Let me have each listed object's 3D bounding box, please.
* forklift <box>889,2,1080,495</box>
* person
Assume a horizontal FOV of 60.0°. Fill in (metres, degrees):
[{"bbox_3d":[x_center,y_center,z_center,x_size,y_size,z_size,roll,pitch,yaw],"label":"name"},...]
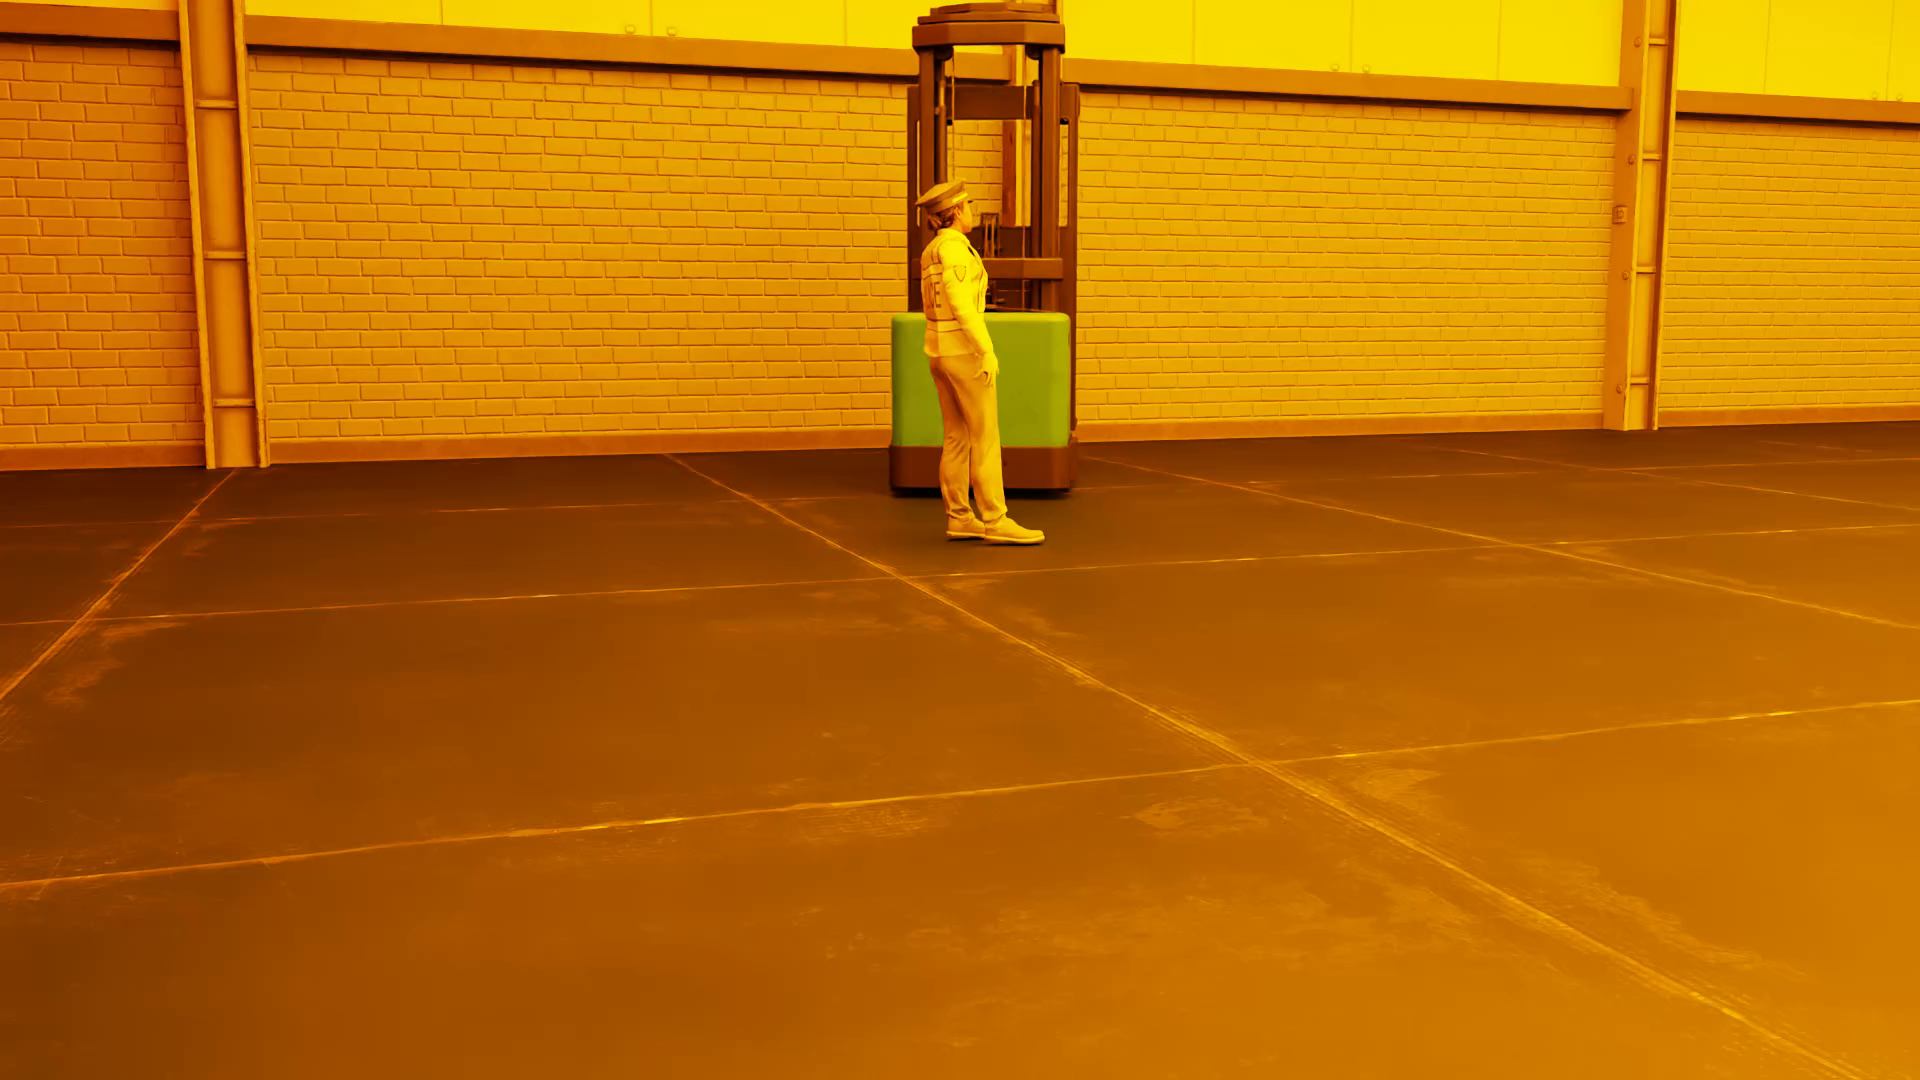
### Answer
[{"bbox_3d":[0.228,-1.883,10.895,1.130,2.935,3.031,1,8,5],"label":"forklift"},{"bbox_3d":[0.067,-0.849,7.823,0.531,1.694,0.586,-3,8,-18],"label":"person"}]
